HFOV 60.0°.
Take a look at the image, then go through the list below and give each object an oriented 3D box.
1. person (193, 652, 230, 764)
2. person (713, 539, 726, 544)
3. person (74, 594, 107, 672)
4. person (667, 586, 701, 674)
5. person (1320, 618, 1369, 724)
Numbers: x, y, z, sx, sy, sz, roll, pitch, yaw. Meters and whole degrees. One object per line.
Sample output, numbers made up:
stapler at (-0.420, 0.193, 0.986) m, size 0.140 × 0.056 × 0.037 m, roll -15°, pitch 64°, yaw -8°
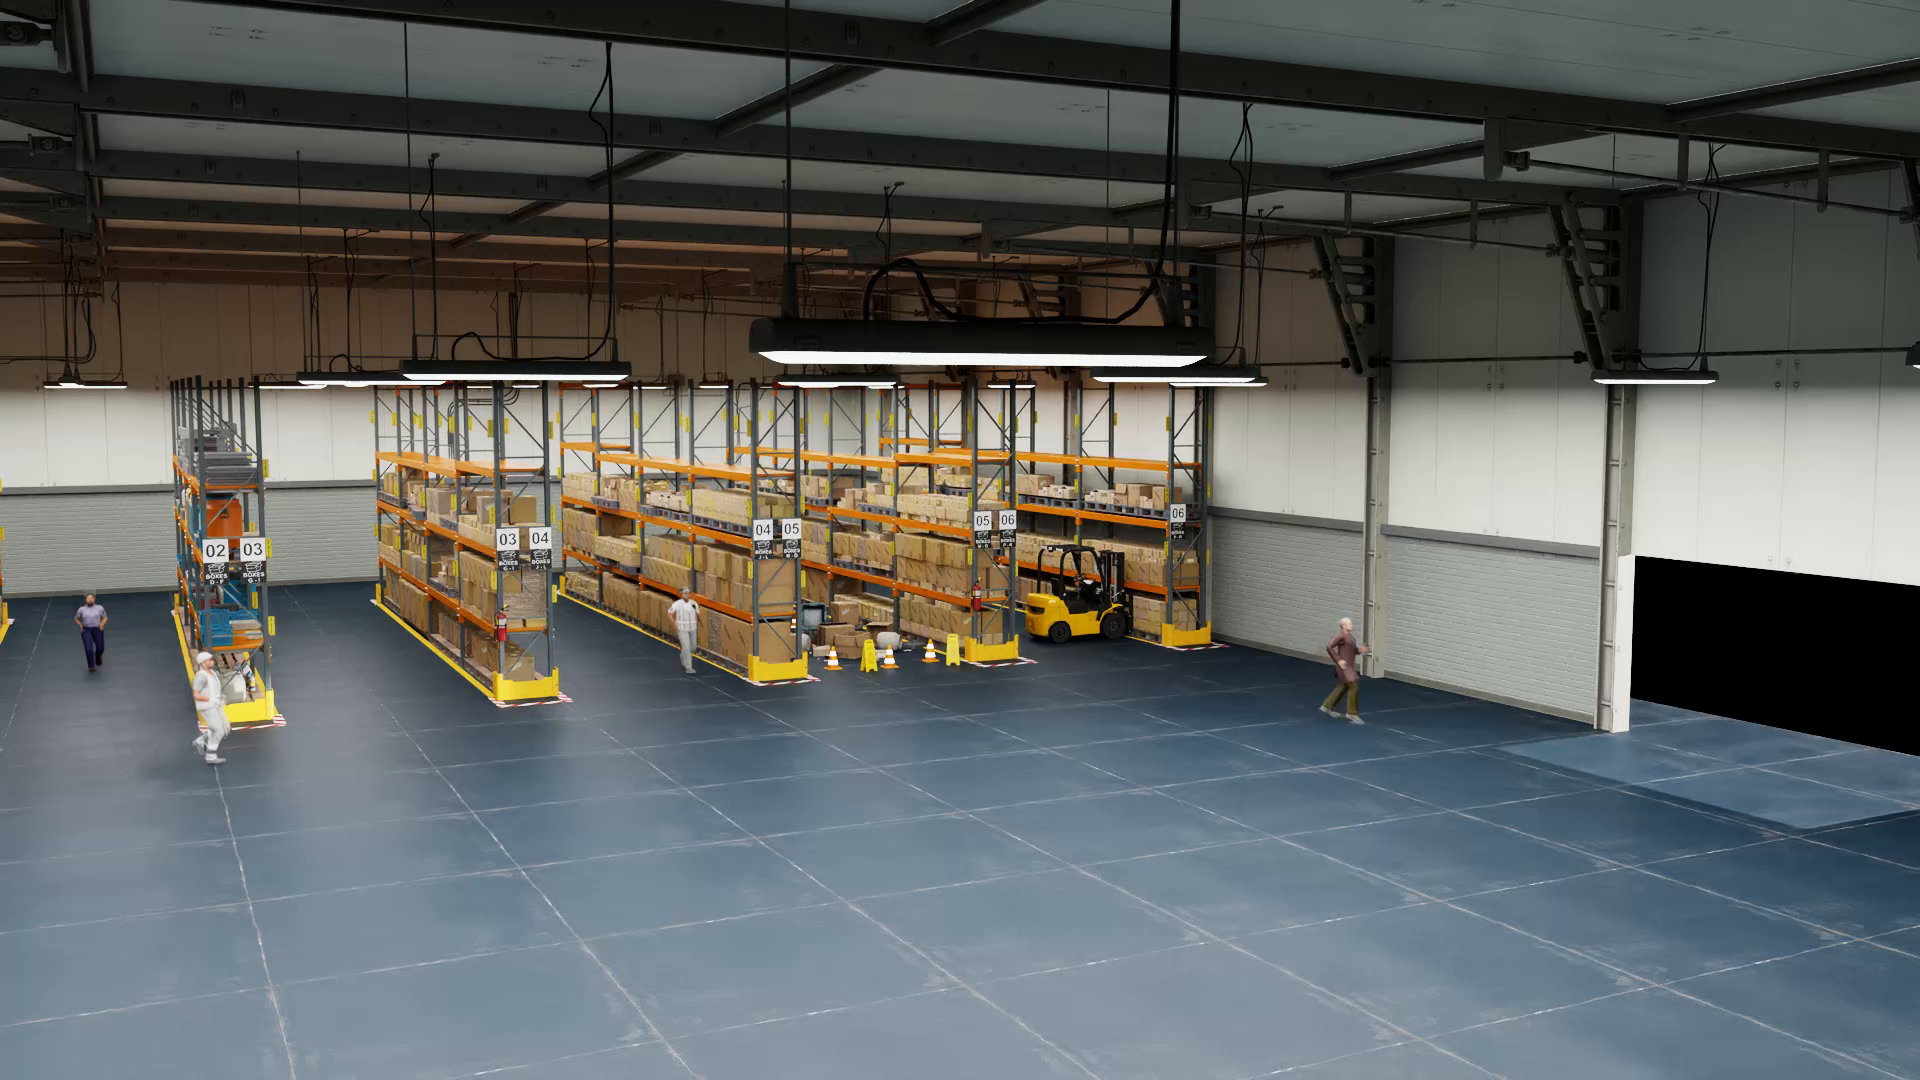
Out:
person at (-11.544, 2.581, 25.581) m, size 0.615 × 1.738 × 0.652 m, roll 0°, pitch 5°, yaw -3°
person at (-7.350, 0.346, 50.837) m, size 0.894 × 1.690 × 0.732 m, roll -1°, pitch 5°, yaw -8°
person at (-17.829, 1.897, 34.136) m, size 0.605 × 1.581 × 0.578 m, roll -3°, pitch 6°, yaw -32°
person at (-5.603, 1.814, 34.006) m, size 0.674 × 1.752 × 0.921 m, roll -3°, pitch 6°, yaw -34°
person at (6.674, 2.268, 28.922) m, size 0.823 × 1.838 × 0.693 m, roll 2°, pitch 6°, yaw 24°
